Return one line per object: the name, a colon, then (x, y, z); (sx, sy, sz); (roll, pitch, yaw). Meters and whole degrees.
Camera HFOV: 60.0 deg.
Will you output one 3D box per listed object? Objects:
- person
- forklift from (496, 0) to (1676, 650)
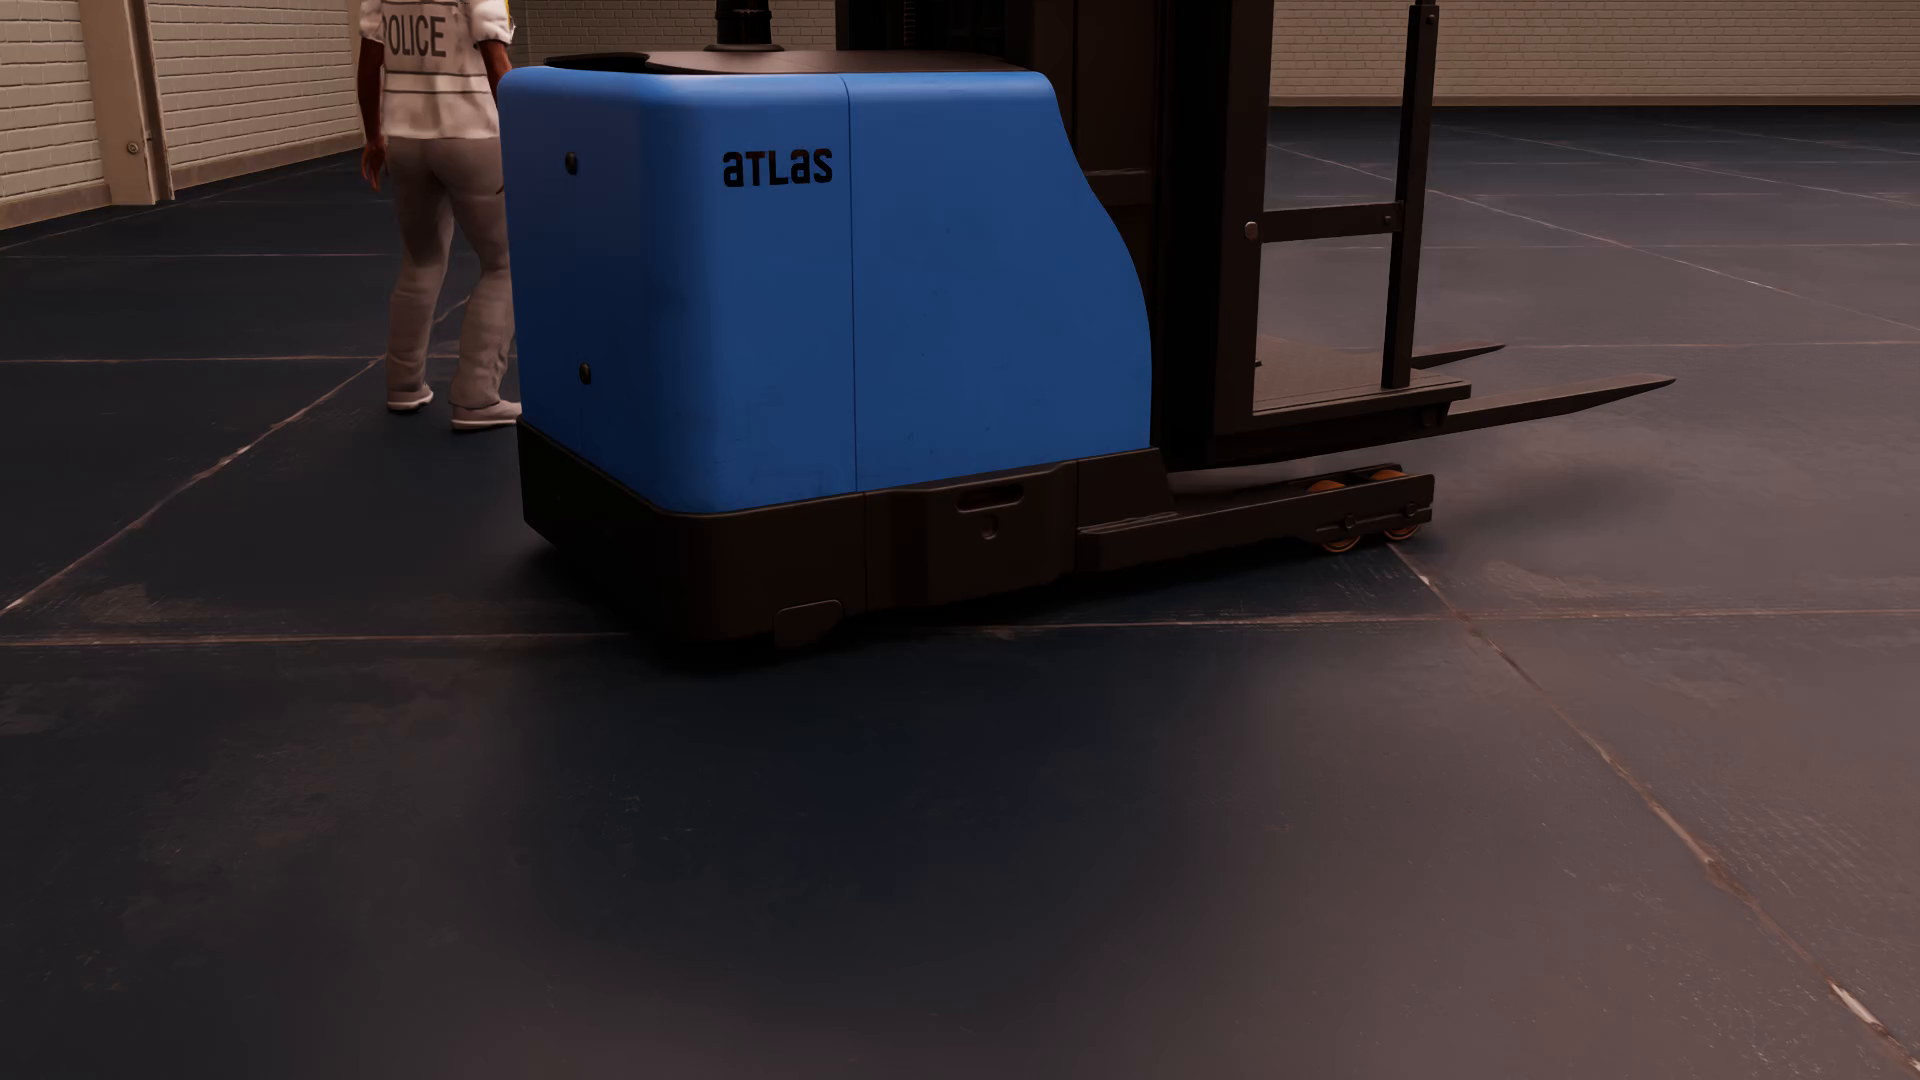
person: (-1.523, -1.158, 4.932); (0.770, 1.633, 0.390); (9, 19, 26)
forklift: (0.524, -1.493, 3.789); (3.031, 2.935, 1.130); (-10, 20, -29)
